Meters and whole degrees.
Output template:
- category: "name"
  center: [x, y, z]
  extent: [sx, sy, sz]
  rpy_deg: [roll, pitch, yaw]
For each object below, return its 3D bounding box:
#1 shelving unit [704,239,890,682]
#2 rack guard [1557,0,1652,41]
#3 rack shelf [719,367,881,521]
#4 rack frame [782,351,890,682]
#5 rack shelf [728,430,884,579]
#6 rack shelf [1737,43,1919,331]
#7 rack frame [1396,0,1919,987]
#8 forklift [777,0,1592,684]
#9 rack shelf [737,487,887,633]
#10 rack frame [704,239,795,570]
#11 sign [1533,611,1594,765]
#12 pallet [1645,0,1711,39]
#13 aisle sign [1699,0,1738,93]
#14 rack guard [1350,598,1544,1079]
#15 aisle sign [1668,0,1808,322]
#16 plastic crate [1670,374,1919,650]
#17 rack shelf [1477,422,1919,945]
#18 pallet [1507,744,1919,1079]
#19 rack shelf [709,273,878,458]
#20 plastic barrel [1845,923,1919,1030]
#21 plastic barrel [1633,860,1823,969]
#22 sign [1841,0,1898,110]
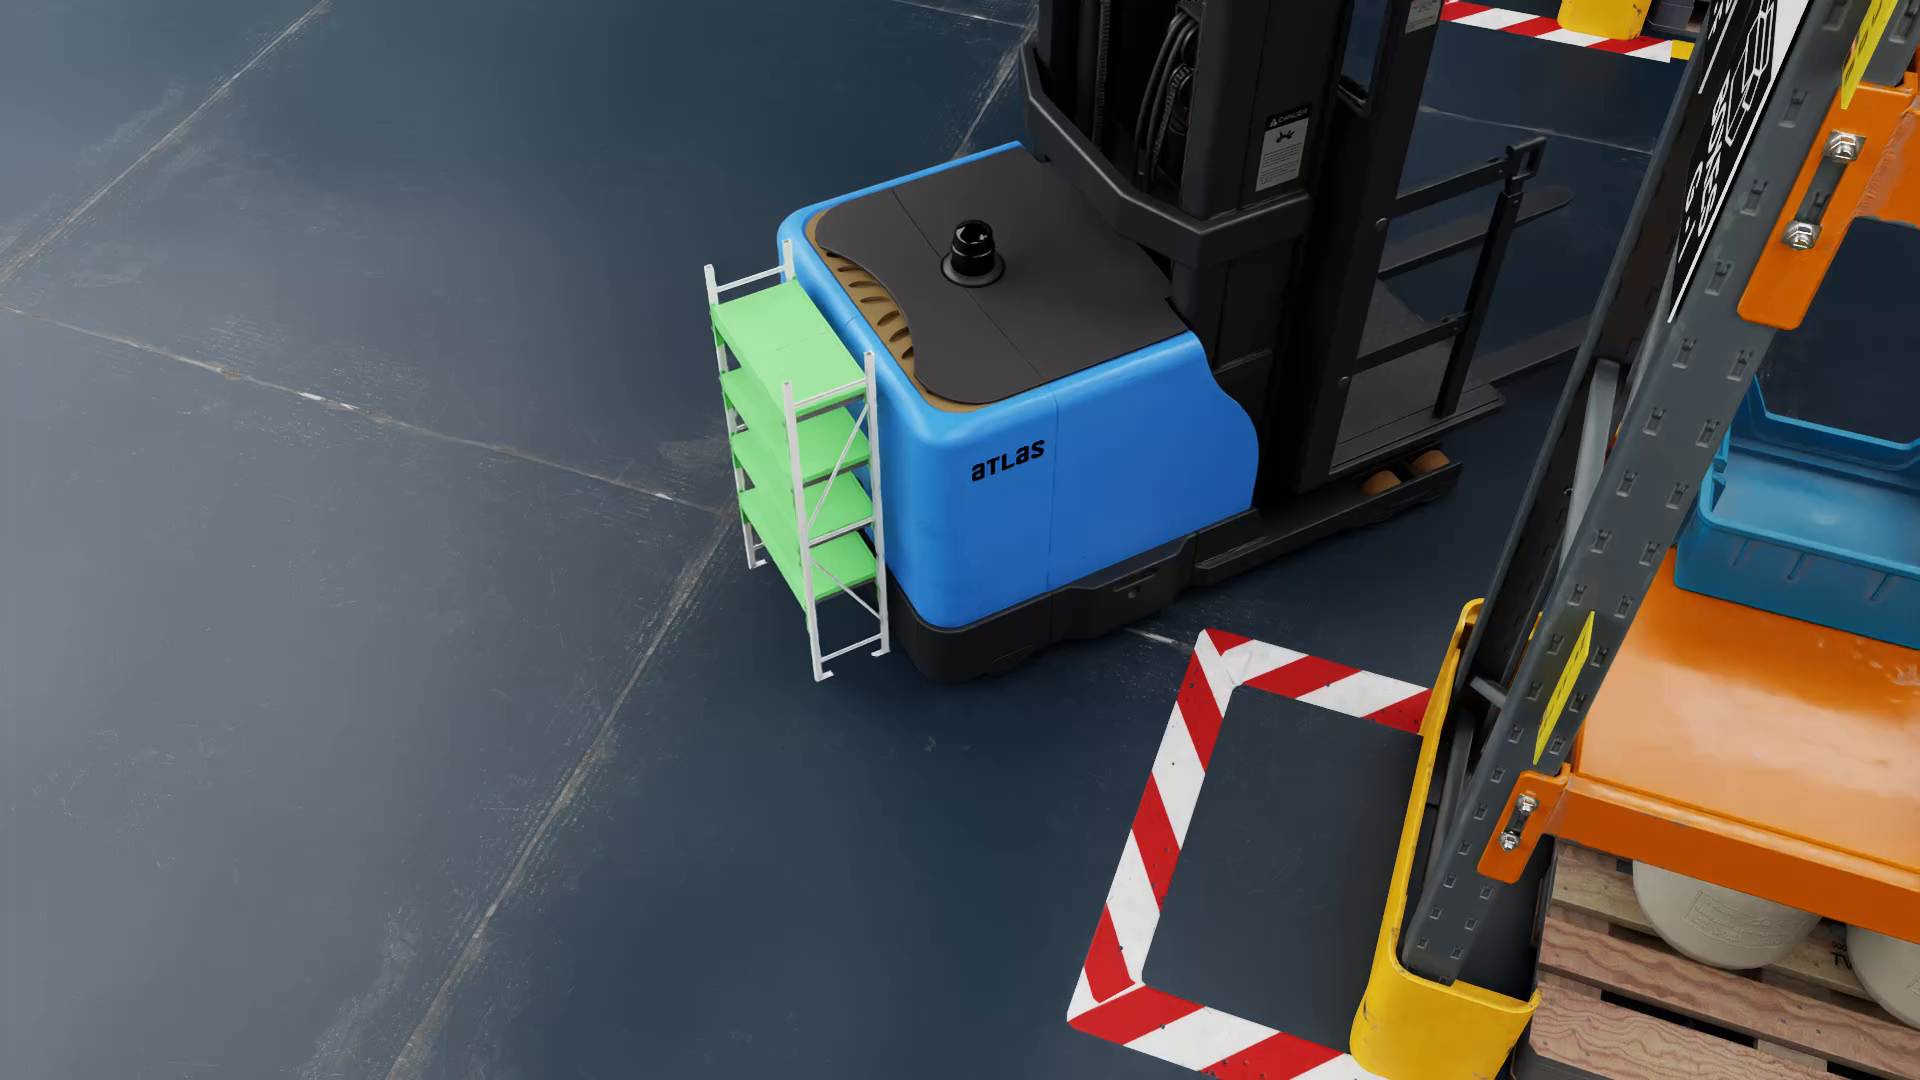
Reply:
- category: "shelving unit"
  center: [-0.434, -0.185, 4.616]
  extent: [0.258, 1.200, 0.503]
  rpy_deg: [-22, 53, -18]
- category: "rack guard"
  center: [2.928, -2.738, 7.292]
  extent: [0.348, 0.500, 1.175]
  rpy_deg: [16, 51, 13]
- category: "rack shelf"
  center: [-0.434, -0.301, 4.483]
  extent: [0.258, 0.148, 0.480]
  rpy_deg: [-22, 53, -18]
- category: "rack frame"
  center: [-0.319, -0.023, 4.476]
  extent: [0.240, 1.200, 0.015]
  rpy_deg: [-22, 53, -18]
- category: "rack shelf"
  center: [-0.434, -0.143, 4.665]
  extent: [0.258, 0.148, 0.480]
  rpy_deg: [-22, 53, -18]
- category: "rack shelf"
  center: [3.107, -0.263, 1.984]
  extent: [4.000, 0.370, 1.077]
  rpy_deg: [16, 51, 13]
- category: "rack frame"
  center: [1.231, -0.040, 3.300]
  extent: [0.127, 3.000, 1.000]
  rpy_deg: [16, 51, 13]
- category: "forklift"
  center: [1.024, -1.351, 4.482]
  extent: [3.031, 2.935, 1.130]
  rpy_deg: [-22, 52, -18]
- category: "rack shelf"
  center: [-0.434, 0.014, 4.846]
  extent: [0.258, 0.148, 0.480]
  rpy_deg: [-22, 53, -18]
- category: "rack frame"
  center: [-0.549, -0.348, 4.757]
  extent: [0.240, 1.200, 0.015]
  rpy_deg: [-22, 53, -18]
- category: "sign"
  center: [1.036, 0.258, 2.858]
  extent: [0.005, 0.325, 0.100]
  rpy_deg: [16, 51, 13]
- category: "pallet"
  center: [3.683, -2.466, 7.248]
  extent: [1.213, 0.211, 1.003]
  rpy_deg: [16, 51, 13]
- category: "aisle sign"
  center: [1.266, -1.121, 2.516]
  extent: [0.004, 0.787, 0.394]
  rpy_deg: [16, 51, 13]
- category: "rack guard"
  center: [1.318, 0.765, 4.256]
  extent: [0.348, 0.500, 1.175]
  rpy_deg: [16, 51, 13]
- category: "aisle sign"
  center: [1.062, -0.703, 2.154]
  extent: [0.004, 0.787, 0.394]
  rpy_deg: [16, 51, 13]
- category: "plastic crate"
  center: [1.804, -0.072, 3.426]
  extent: [0.616, 0.251, 0.499]
  rpy_deg: [16, 51, 13]
- category: "rack shelf"
  center: [3.107, 0.719, 3.118]
  extent: [4.000, 0.370, 1.077]
  rpy_deg: [16, 51, 13]
- category: "pallet"
  center: [2.079, 1.076, 4.177]
  extent: [1.213, 0.211, 1.003]
  rpy_deg: [16, 51, 13]
- category: "rack shelf"
  center: [-0.434, -0.458, 4.302]
  extent: [0.258, 0.148, 0.480]
  rpy_deg: [-22, 53, -18]
- category: "plastic barrel"
  center: [2.345, 0.887, 3.865]
  extent: [0.421, 0.512, 0.421]
  rpy_deg: [0, 49, 0]
- category: "plastic barrel"
  center: [1.875, 0.756, 3.979]
  extent: [0.421, 0.512, 0.421]
  rpy_deg: [0, 49, 0]
- category: "sign"
  center: [1.036, -0.636, 1.826]
  extent: [0.005, 0.325, 0.100]
  rpy_deg: [16, 51, 13]
